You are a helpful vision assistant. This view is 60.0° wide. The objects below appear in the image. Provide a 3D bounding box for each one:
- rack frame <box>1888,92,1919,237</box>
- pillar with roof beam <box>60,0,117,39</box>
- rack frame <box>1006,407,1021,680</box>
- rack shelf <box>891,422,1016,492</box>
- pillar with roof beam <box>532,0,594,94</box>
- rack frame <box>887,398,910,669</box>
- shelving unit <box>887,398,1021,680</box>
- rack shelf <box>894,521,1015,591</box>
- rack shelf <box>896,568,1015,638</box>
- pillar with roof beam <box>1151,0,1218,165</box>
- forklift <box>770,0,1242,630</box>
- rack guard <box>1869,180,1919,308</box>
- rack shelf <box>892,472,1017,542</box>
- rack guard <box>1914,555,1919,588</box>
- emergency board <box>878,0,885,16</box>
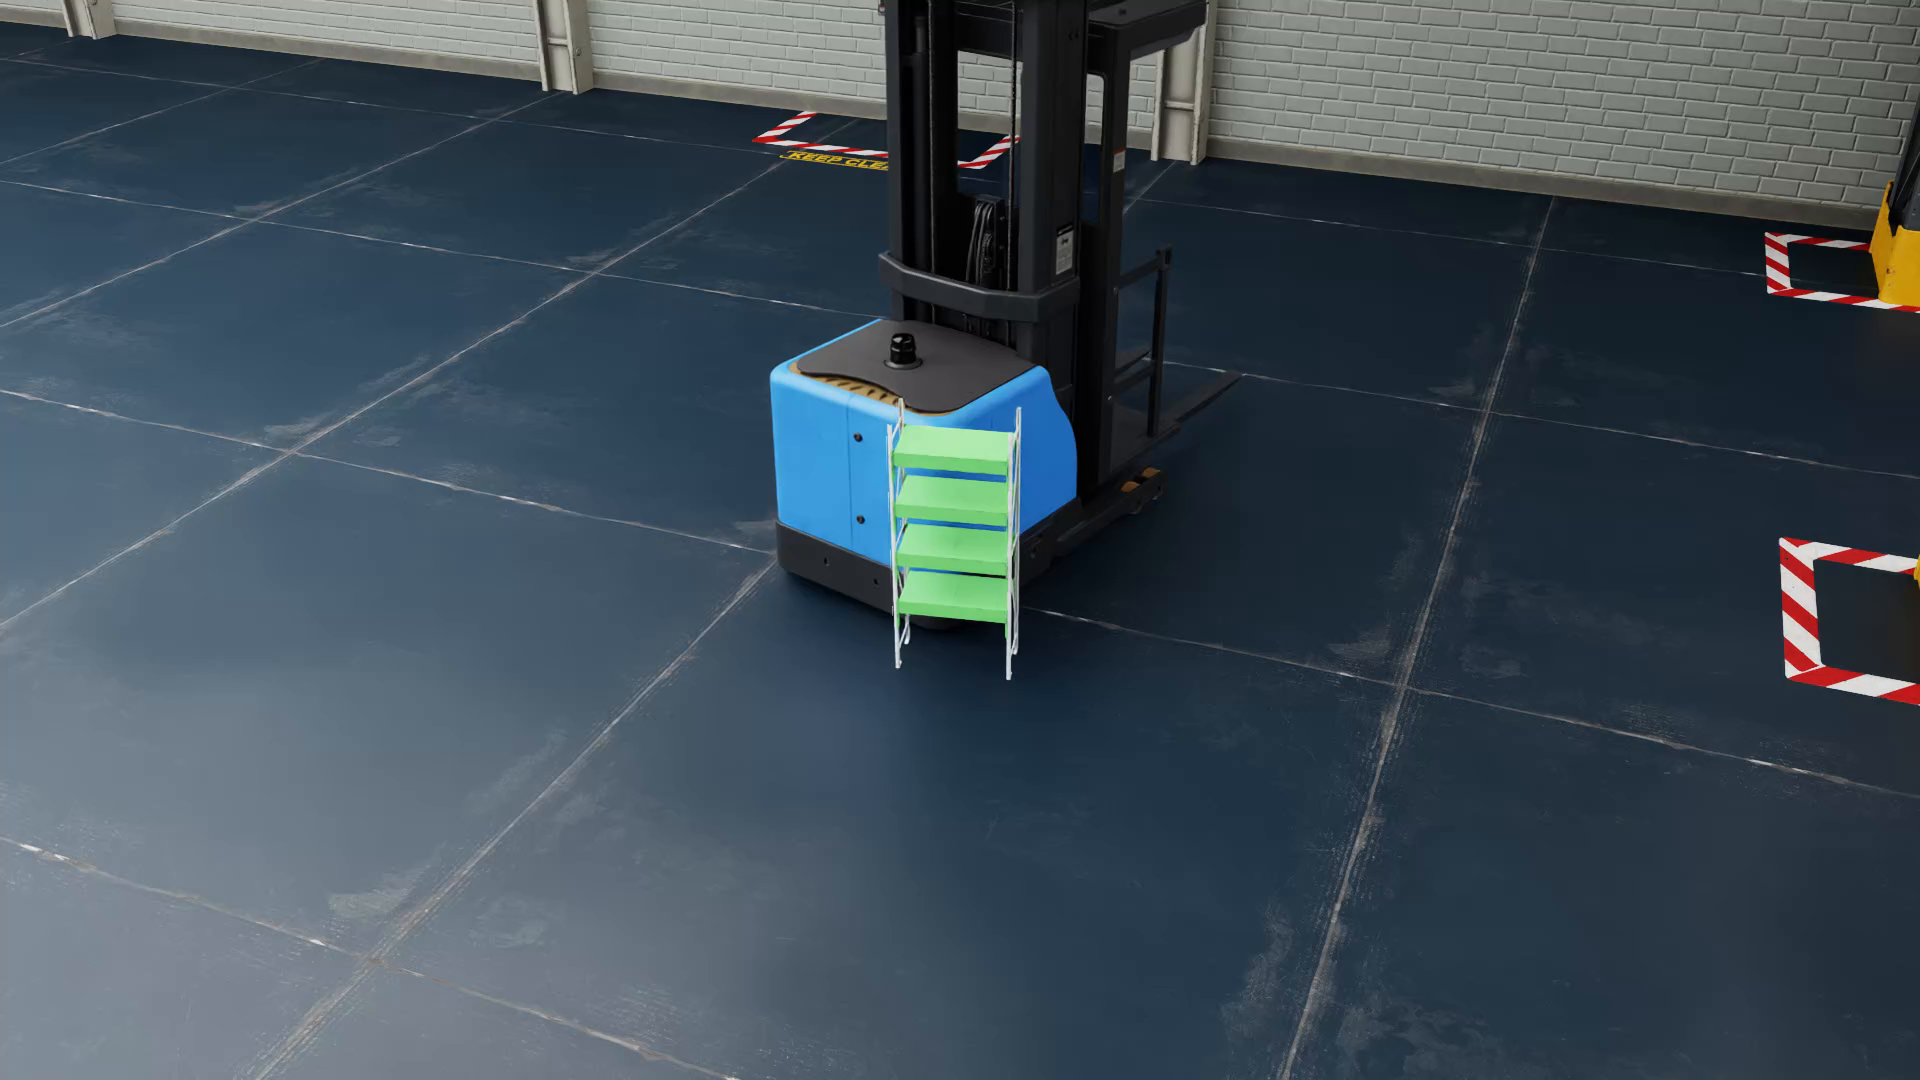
[{"bbox_3d":[6.415,-3.131,10.742,0.127,3.000,1.000,11,31,19],"label":"rack frame"},{"bbox_3d":[-10.909,-7.375,12.153,0.400,9.000,9.100,11,31,19],"label":"pillar with roof beam"},{"bbox_3d":[0.224,0.033,6.961,0.015,1.200,0.240,5,32,9],"label":"rack frame"},{"bbox_3d":[-0.020,-0.341,6.777,0.480,0.148,0.258,5,32,9],"label":"rack shelf"},{"bbox_3d":[-5.350,-6.265,10.189,0.400,9.000,9.100,11,31,19],"label":"pillar with roof beam"},{"bbox_3d":[-0.257,-0.009,7.034,0.015,1.200,0.240,5,32,9],"label":"rack frame"},{"bbox_3d":[-0.017,0.012,6.998,0.503,1.200,0.258,5,32,9],"label":"shelving unit"},{"bbox_3d":[-0.016,0.066,7.032,0.480,0.148,0.258,5,32,9],"label":"rack shelf"},{"bbox_3d":[-0.014,0.270,7.159,0.480,0.148,0.258,5,32,9],"label":"rack shelf"},{"bbox_3d":[0.210,-5.155,8.225,0.400,9.000,9.100,11,31,19],"label":"pillar with roof beam"},{"bbox_3d":[0.426,-1.540,7.996,1.130,2.935,3.031,21,35,32],"label":"forklift"},{"bbox_3d":[6.485,-2.029,11.332,0.348,0.500,1.175,11,31,19],"label":"rack guard"},{"bbox_3d":[-0.018,-0.137,6.904,0.480,0.148,0.258,5,32,9],"label":"rack shelf"},{"bbox_3d":[4.533,0.212,7.367,0.348,0.500,1.175,11,31,19],"label":"rack guard"},{"bbox_3d":[-0.447,-4.981,14.014,0.643,1.169,0.194,11,31,19],"label":"emergency board"}]
